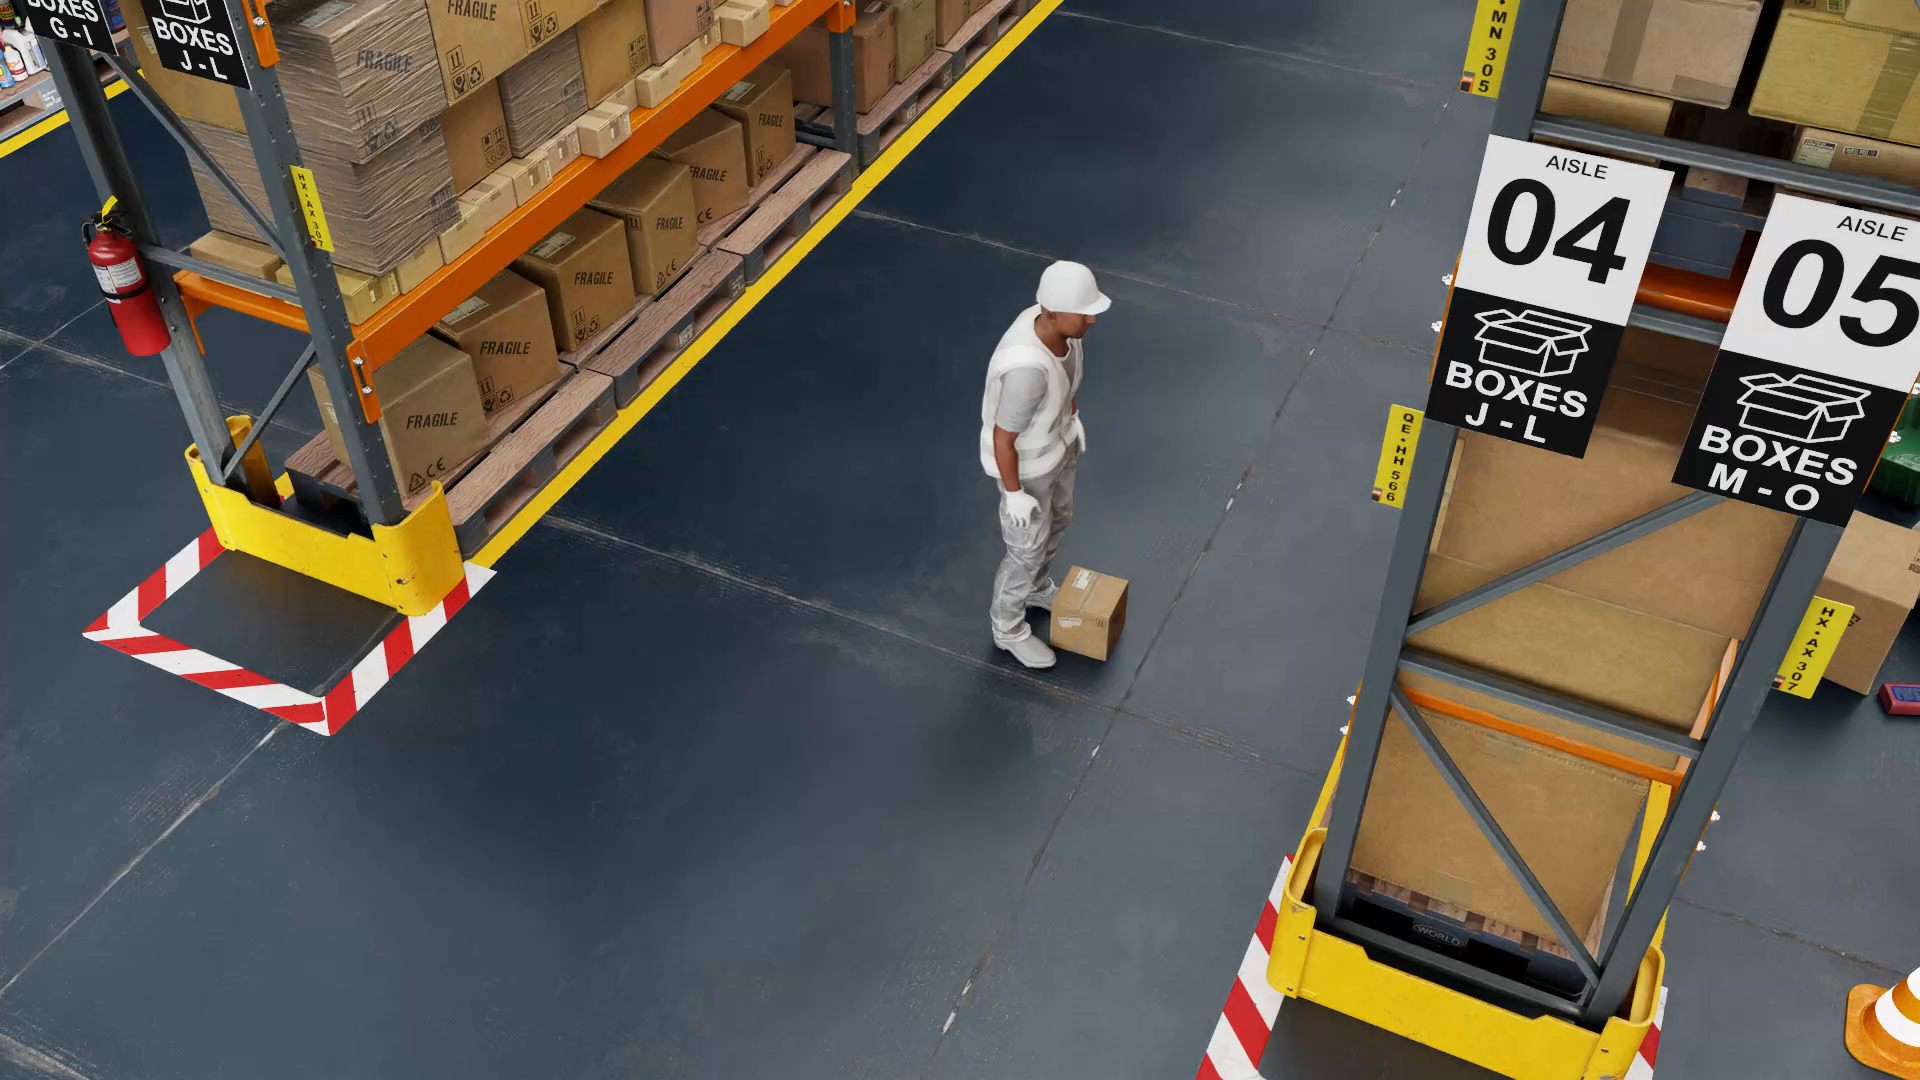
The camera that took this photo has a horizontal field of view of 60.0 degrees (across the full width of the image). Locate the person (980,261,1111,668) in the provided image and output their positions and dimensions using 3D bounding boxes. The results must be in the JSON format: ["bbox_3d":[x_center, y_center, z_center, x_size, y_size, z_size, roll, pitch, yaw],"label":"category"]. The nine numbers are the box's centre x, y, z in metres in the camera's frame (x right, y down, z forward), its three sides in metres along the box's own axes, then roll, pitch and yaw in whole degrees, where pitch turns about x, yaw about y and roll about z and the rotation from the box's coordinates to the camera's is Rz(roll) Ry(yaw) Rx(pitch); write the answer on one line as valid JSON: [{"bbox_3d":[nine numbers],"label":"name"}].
[{"bbox_3d":[0.320,-0.317,6.508,0.448,1.774,0.617,18,45,19],"label":"person"}]
